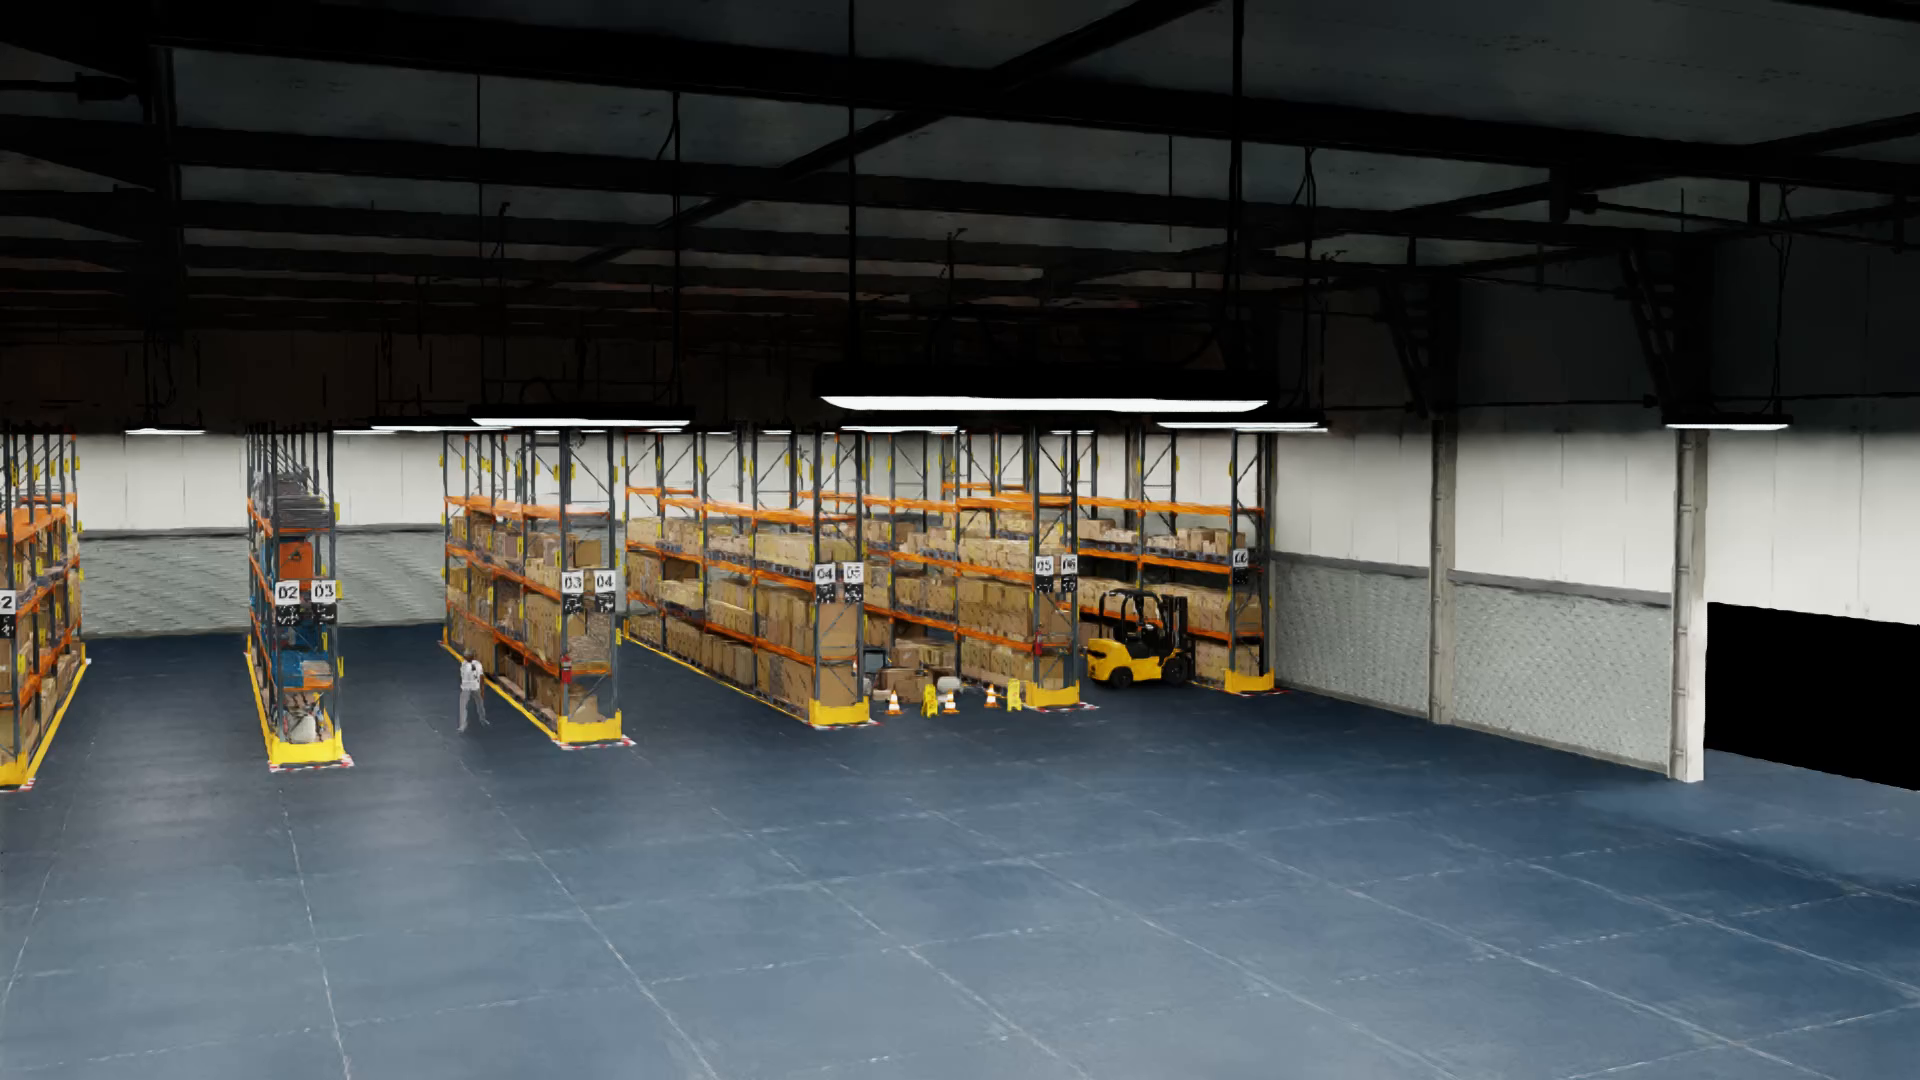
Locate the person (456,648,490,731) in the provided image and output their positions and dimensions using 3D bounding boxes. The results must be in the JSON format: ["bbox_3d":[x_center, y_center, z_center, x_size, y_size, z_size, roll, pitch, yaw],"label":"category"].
[{"bbox_3d":[-9.497,2.888,32.402,0.502,1.613,0.941,0,4,-2],"label":"person"}]

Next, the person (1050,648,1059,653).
[{"bbox_3d":[2.197,2.459,39.272,0.449,1.599,0.467,0,4,7],"label":"person"}]
